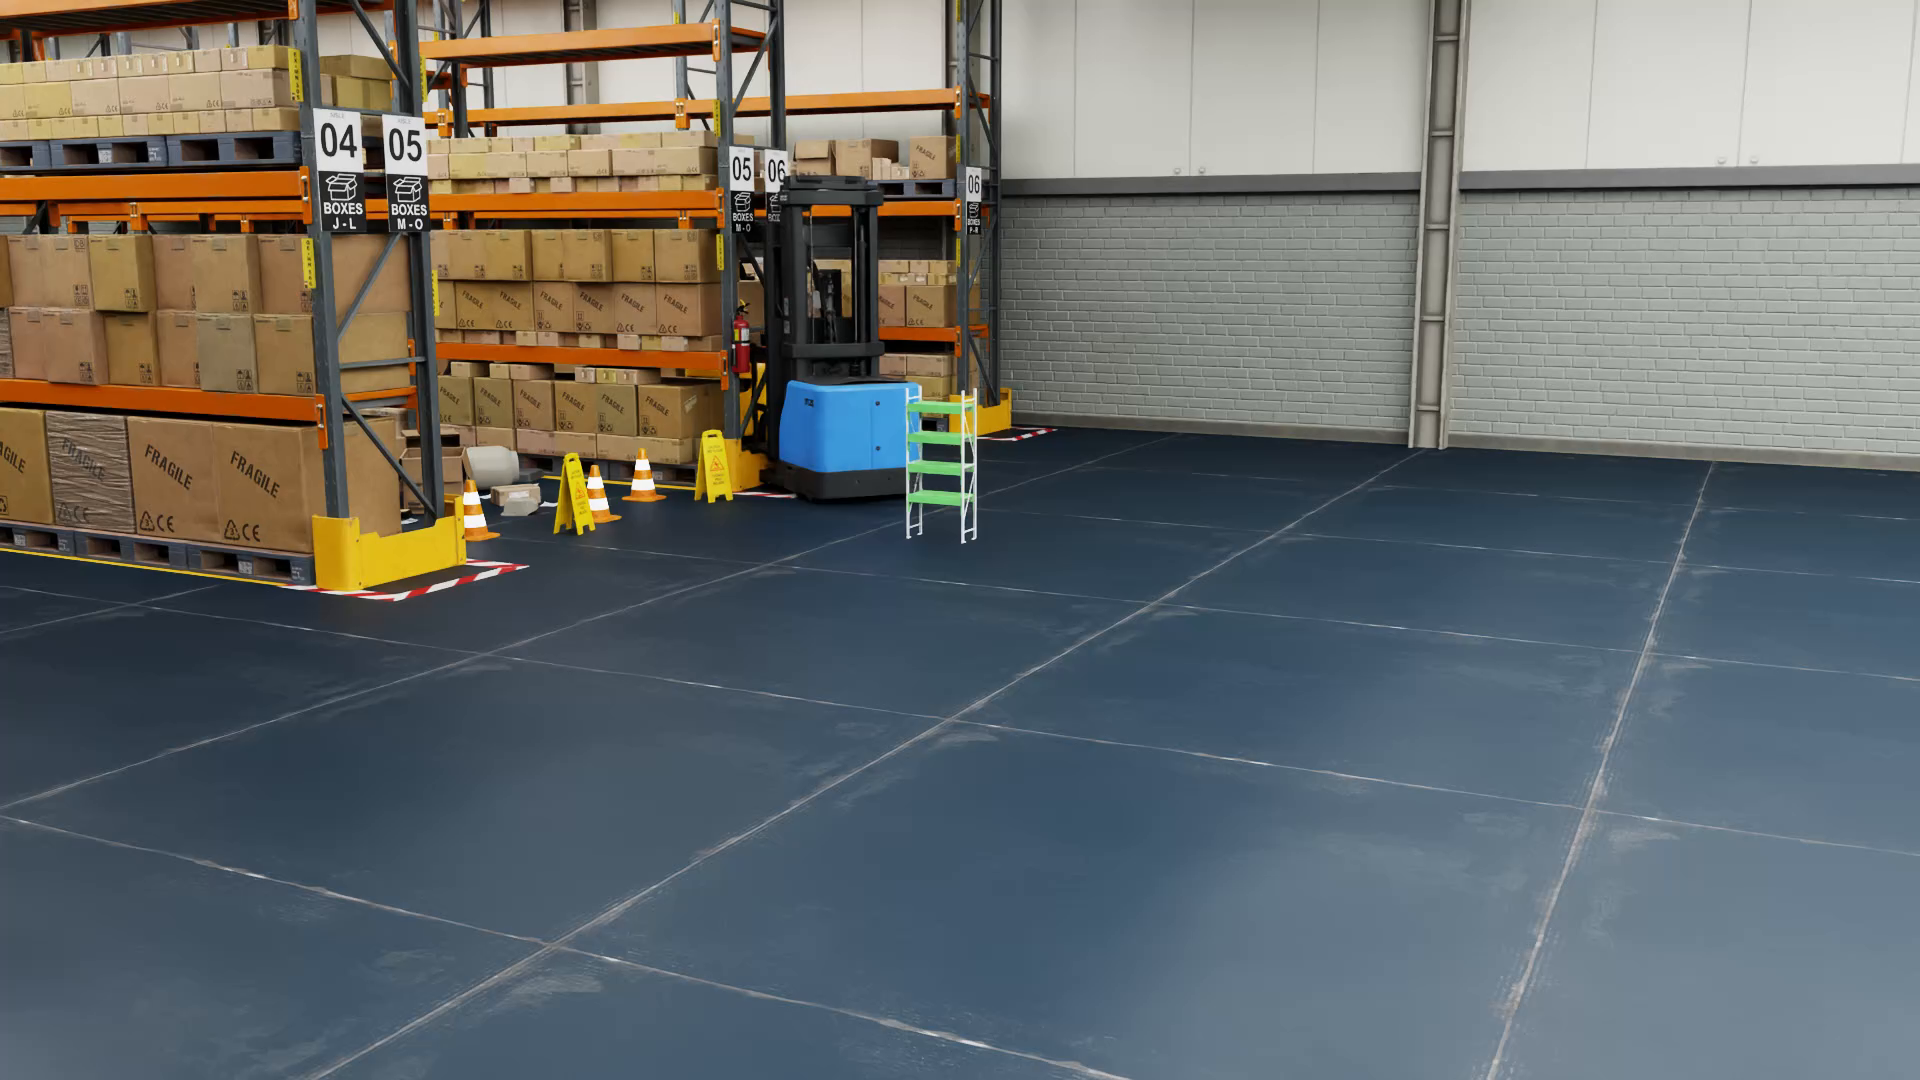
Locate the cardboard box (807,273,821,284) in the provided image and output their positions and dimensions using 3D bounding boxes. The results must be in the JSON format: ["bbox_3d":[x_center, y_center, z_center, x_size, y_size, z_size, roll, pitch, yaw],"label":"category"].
[{"bbox_3d":[-1.804,-3.313,21.013,0.250,0.149,0.380,5,11,25],"label":"cardboard box"}]

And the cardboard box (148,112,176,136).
[{"bbox_3d":[-5.418,-2.891,11.604,0.250,0.149,0.380,5,11,25],"label":"cardboard box"}]

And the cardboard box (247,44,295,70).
[{"bbox_3d":[-4.509,-3.203,11.091,0.250,0.149,0.380,5,11,26],"label":"cardboard box"}]

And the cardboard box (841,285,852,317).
[{"bbox_3d":[-1.243,-2.951,20.831,0.500,0.500,0.500,5,11,25],"label":"cardboard box"}]

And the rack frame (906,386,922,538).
[{"bbox_3d":[-0.367,-0.623,13.302,0.015,1.200,0.240,5,11,26],"label":"rack frame"}]

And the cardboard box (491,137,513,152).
[{"bbox_3d":[-4.459,-3.937,16.607,0.250,0.149,0.380,5,11,24],"label":"cardboard box"}]

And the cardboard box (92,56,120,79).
[{"bbox_3d":[-5.877,-3.324,11.755,0.250,0.149,0.380,5,11,26],"label":"cardboard box"}]

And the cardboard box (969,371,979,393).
[{"bbox_3d":[-0.094,-1.992,20.951,0.500,0.250,0.500,5,12,27],"label":"cardboard box"}]

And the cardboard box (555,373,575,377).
[{"bbox_3d":[-3.980,-1.483,17.439,0.500,0.500,0.500,6,12,29],"label":"cardboard box"}]

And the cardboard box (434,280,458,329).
[{"bbox_3d":[-5.273,-2.461,17.287,0.500,0.500,0.500,5,11,26],"label":"cardboard box"}]

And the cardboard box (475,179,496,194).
[{"bbox_3d":[-4.685,-3.575,16.845,0.250,0.149,0.380,5,12,28],"label":"cardboard box"}]

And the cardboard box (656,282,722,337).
[{"bbox_3d":[-2.566,-2.223,15.976,0.500,0.500,0.500,5,11,25],"label":"cardboard box"}]

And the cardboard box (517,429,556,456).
[{"bbox_3d":[-4.174,-1.027,17.021,0.500,0.250,0.500,5,11,25],"label":"cardboard box"}]

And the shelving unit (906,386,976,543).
[{"bbox_3d":[-0.148,-0.603,13.195,0.503,1.200,0.258,5,11,26],"label":"shelving unit"}]

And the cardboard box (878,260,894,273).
[{"bbox_3d":[-0.851,-3.394,20.621,0.250,0.149,0.380,5,11,26],"label":"cardboard box"}]

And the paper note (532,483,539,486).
[{"bbox_3d":[-4.173,-0.537,16.113,0.148,0.019,0.142,1,10,6],"label":"paper note"}]

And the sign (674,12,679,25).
[{"bbox_3d":[-3.581,-6.500,21.033,0.005,0.325,0.100,5,11,26],"label":"sign"}]

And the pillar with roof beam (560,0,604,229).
[{"bbox_3d":[-7.275,-5.758,19.778,0.400,9.000,9.100,5,11,26],"label":"pillar with roof beam"}]

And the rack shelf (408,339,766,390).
[{"bbox_3d":[-3.751,-1.833,16.953,4.000,0.370,1.077,5,11,26],"label":"rack shelf"}]

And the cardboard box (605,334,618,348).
[{"bbox_3d":[-3.296,-1.985,16.479,0.250,0.149,0.380,5,11,27],"label":"cardboard box"}]

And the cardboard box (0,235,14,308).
[{"bbox_3d":[-7.328,-2.116,13.047,0.550,0.550,0.875,5,11,26],"label":"cardboard box"}]

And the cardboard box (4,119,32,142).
[{"bbox_3d":[-6.787,-3.011,12.268,0.250,0.149,0.380,5,11,25],"label":"cardboard box"}]

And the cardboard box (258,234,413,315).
[{"bbox_3d":[-4.372,-1.871,11.693,0.550,0.550,0.875,5,11,26],"label":"cardboard box"}]

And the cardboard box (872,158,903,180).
[{"bbox_3d":[-0.869,-4.525,20.302,0.258,0.266,0.396,5,11,26],"label":"cardboard box"}]

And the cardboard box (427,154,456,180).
[{"bbox_3d":[-5.271,-3.814,17.047,0.500,0.250,0.500,5,11,25],"label":"cardboard box"}]

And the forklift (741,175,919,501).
[{"bbox_3d":[-1.444,-2.014,16.126,1.130,2.935,3.031,-5,11,-25],"label":"forklift"}]

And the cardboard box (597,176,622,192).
[{"bbox_3d":[-3.304,-3.448,16.143,0.250,0.149,0.380,5,11,25],"label":"cardboard box"}]

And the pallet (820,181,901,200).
[{"bbox_3d":[-1.485,-4.410,21.002,1.213,0.211,1.003,5,11,26],"label":"pallet"}]

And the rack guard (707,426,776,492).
[{"bbox_3d":[-2.025,-0.805,16.274,0.348,0.500,1.175,5,11,26],"label":"rack guard"}]

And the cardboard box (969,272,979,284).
[{"bbox_3d":[0.046,-3.259,20.710,0.250,0.149,0.380,5,11,24],"label":"cardboard box"}]

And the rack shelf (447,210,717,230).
[{"bbox_3d":[-5.145,-4.417,22.810,4.000,0.370,1.077,5,11,26],"label":"rack shelf"}]

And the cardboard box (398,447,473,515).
[{"bbox_3d":[-4.653,-0.535,14.771,0.637,0.503,0.797,-2,11,-14],"label":"cardboard box"}]

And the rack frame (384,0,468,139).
[{"bbox_3d":[-5.544,-5.296,17.226,0.127,3.000,1.000,5,11,26],"label":"rack frame"}]

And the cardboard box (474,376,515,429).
[{"bbox_3d":[-4.649,-1.437,17.183,0.500,0.500,0.500,6,12,28],"label":"cardboard box"}]

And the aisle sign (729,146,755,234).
[{"bbox_3d":[-2.030,-3.257,15.504,0.004,0.787,0.394,5,11,26],"label":"aisle sign"}]

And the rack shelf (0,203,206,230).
[{"bbox_3d":[-10.925,-3.939,20.169,4.000,0.370,1.077,5,11,26],"label":"rack shelf"}]

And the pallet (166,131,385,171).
[{"bbox_3d":[-4.727,-2.720,11.661,1.213,0.211,1.003,5,11,26],"label":"pallet"}]

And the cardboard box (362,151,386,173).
[{"bbox_3d":[-6.132,-3.976,17.595,0.500,0.250,0.500,5,11,25],"label":"cardboard box"}]

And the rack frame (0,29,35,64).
[{"bbox_3d":[-7.644,-4.498,12.814,0.127,3.000,1.000,5,11,26],"label":"rack frame"}]

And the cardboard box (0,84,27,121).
[{"bbox_3d":[-6.876,-3.227,12.343,0.500,0.250,0.500,5,11,25],"label":"cardboard box"}]

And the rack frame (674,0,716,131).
[{"bbox_3d":[-3.351,-6.089,21.608,0.127,3.000,1.000,5,11,26],"label":"rack frame"}]

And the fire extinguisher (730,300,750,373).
[{"bbox_3d":[-2.058,-1.908,15.569,0.183,0.674,0.296,5,11,26],"label":"fire extinguisher"}]

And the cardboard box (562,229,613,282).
[{"bbox_3d":[-3.465,-2.787,16.282,0.500,0.500,0.700,5,11,25],"label":"cardboard box"}]

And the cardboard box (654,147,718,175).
[{"bbox_3d":[-2.535,-3.575,15.723,0.500,0.250,0.500,5,11,25],"label":"cardboard box"}]

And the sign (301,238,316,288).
[{"bbox_3d":[-4.309,-1.831,11.009,0.005,0.325,0.100,5,11,26],"label":"sign"}]

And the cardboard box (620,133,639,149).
[{"bbox_3d":[-3.047,-3.825,15.986,0.250,0.149,0.380,5,11,26],"label":"cardboard box"}]

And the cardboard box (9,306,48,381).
[{"bbox_3d":[-6.805,-1.553,12.965,0.550,0.550,0.875,5,11,26],"label":"cardboard box"}]

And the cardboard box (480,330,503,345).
[{"bbox_3d":[-4.696,-2.092,17.071,0.250,0.149,0.380,5,12,28],"label":"cardboard box"}]

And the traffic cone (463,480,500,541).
[{"bbox_3d":[-3.905,-0.251,13.317,0.334,0.463,0.336,5,11,26],"label":"traffic cone"}]

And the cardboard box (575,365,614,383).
[{"bbox_3d":[-3.610,-1.652,16.549,0.250,0.149,0.380,6,12,28],"label":"cardboard box"}]

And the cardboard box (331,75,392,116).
[{"bbox_3d":[-4.376,-3.114,11.716,0.500,0.250,0.500,5,11,26],"label":"cardboard box"}]

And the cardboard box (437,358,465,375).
[{"bbox_3d":[-7.413,-2.428,24.063,0.500,0.500,0.500,5,12,27],"label":"cardboard box"}]
